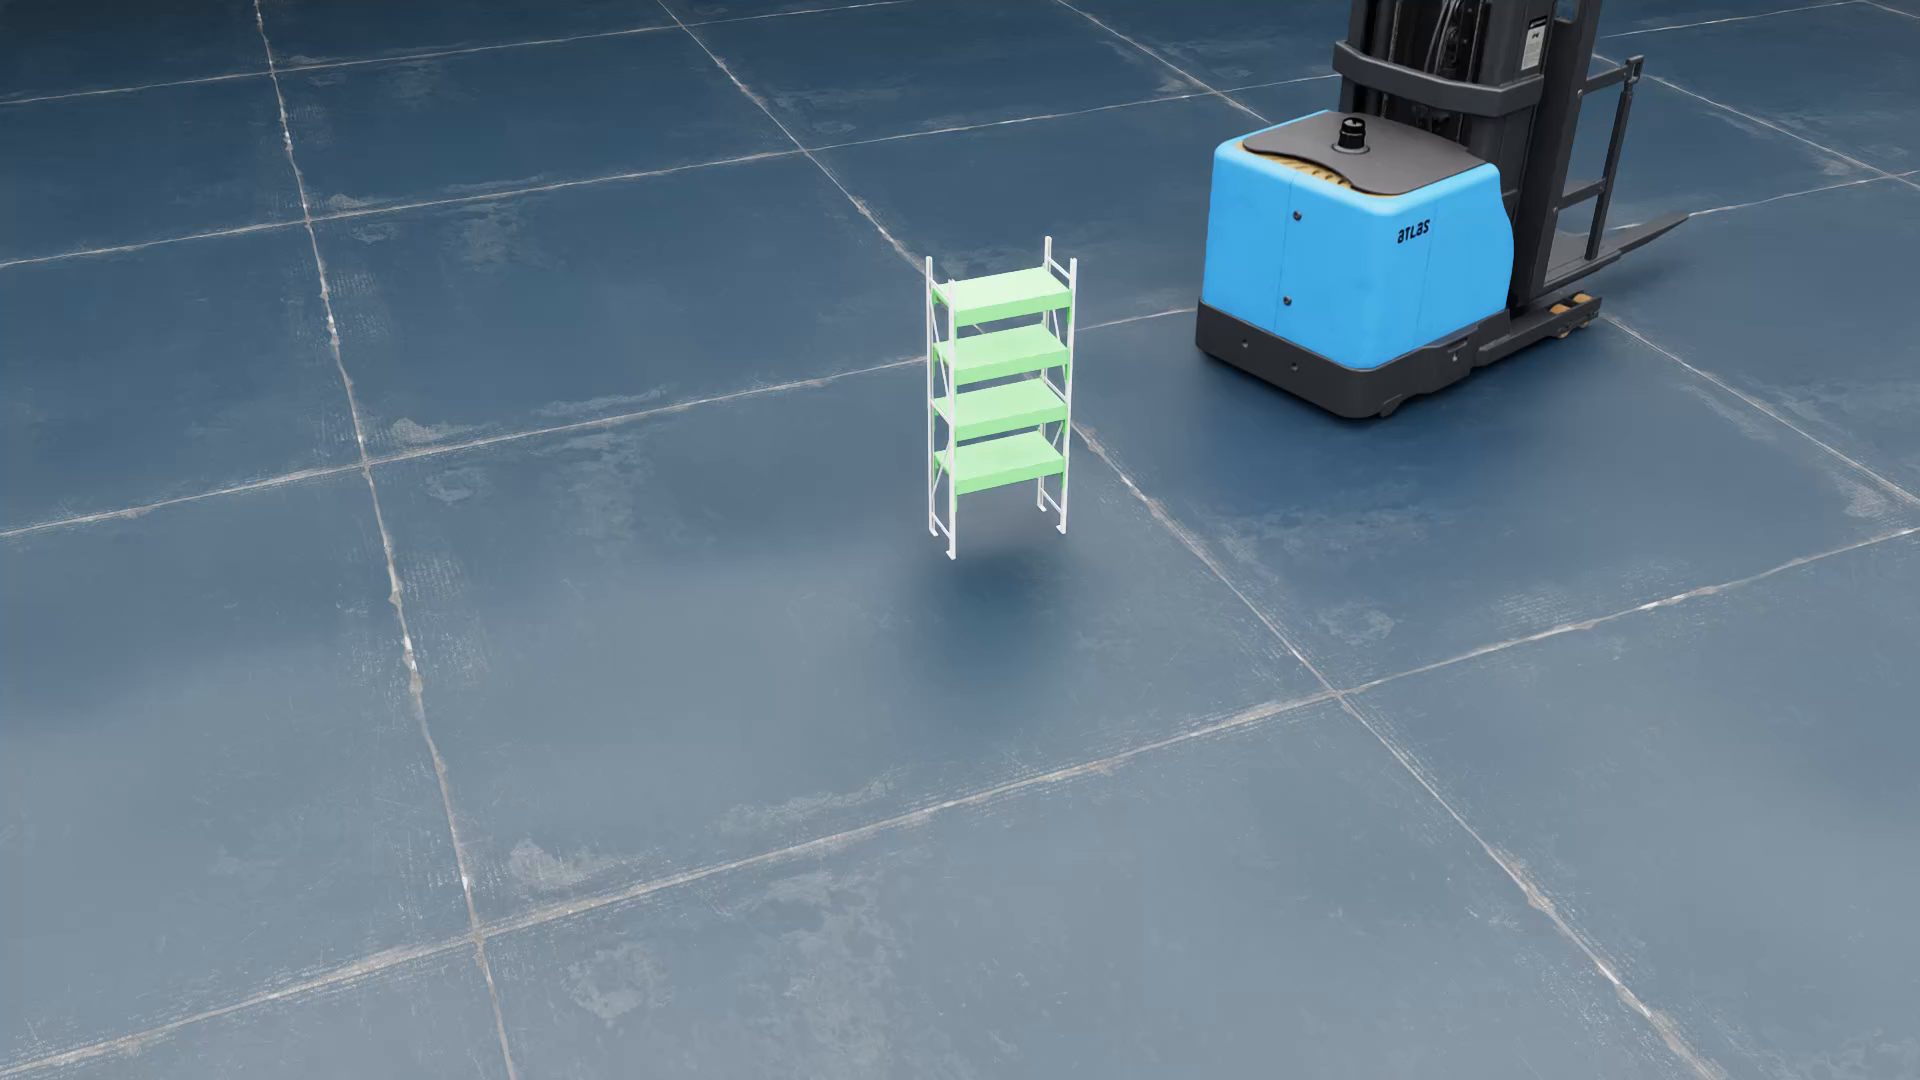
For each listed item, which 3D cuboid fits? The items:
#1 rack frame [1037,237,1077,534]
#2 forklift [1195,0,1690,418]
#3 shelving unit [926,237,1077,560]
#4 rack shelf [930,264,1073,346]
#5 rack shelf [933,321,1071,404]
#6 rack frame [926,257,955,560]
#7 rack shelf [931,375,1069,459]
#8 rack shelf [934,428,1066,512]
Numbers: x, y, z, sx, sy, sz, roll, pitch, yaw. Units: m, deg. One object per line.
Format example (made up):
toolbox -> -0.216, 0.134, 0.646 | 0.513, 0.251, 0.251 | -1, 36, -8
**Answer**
rack frame -> 0.378, -0.589, 6.556 | 0.015, 1.200, 0.240 | -13, 35, -19
forklift -> 2.602, -2.434, 7.803 | 3.031, 2.935, 1.130 | -24, 40, -32
shelving unit -> 0.153, -0.538, 6.476 | 0.503, 1.200, 0.258 | -13, 35, -19
rack shelf -> 0.153, -0.887, 6.250 | 0.480, 0.148, 0.258 | -13, 35, -19
rack shelf -> 0.153, -0.685, 6.380 | 0.480, 0.148, 0.258 | -13, 35, -19
rack frame -> -0.072, -0.486, 6.397 | 0.015, 1.200, 0.240 | -13, 35, -19
rack shelf -> 0.153, -0.484, 6.511 | 0.480, 0.148, 0.258 | -13, 35, -19
rack shelf -> 0.153, -0.283, 6.642 | 0.480, 0.148, 0.258 | -13, 35, -19
